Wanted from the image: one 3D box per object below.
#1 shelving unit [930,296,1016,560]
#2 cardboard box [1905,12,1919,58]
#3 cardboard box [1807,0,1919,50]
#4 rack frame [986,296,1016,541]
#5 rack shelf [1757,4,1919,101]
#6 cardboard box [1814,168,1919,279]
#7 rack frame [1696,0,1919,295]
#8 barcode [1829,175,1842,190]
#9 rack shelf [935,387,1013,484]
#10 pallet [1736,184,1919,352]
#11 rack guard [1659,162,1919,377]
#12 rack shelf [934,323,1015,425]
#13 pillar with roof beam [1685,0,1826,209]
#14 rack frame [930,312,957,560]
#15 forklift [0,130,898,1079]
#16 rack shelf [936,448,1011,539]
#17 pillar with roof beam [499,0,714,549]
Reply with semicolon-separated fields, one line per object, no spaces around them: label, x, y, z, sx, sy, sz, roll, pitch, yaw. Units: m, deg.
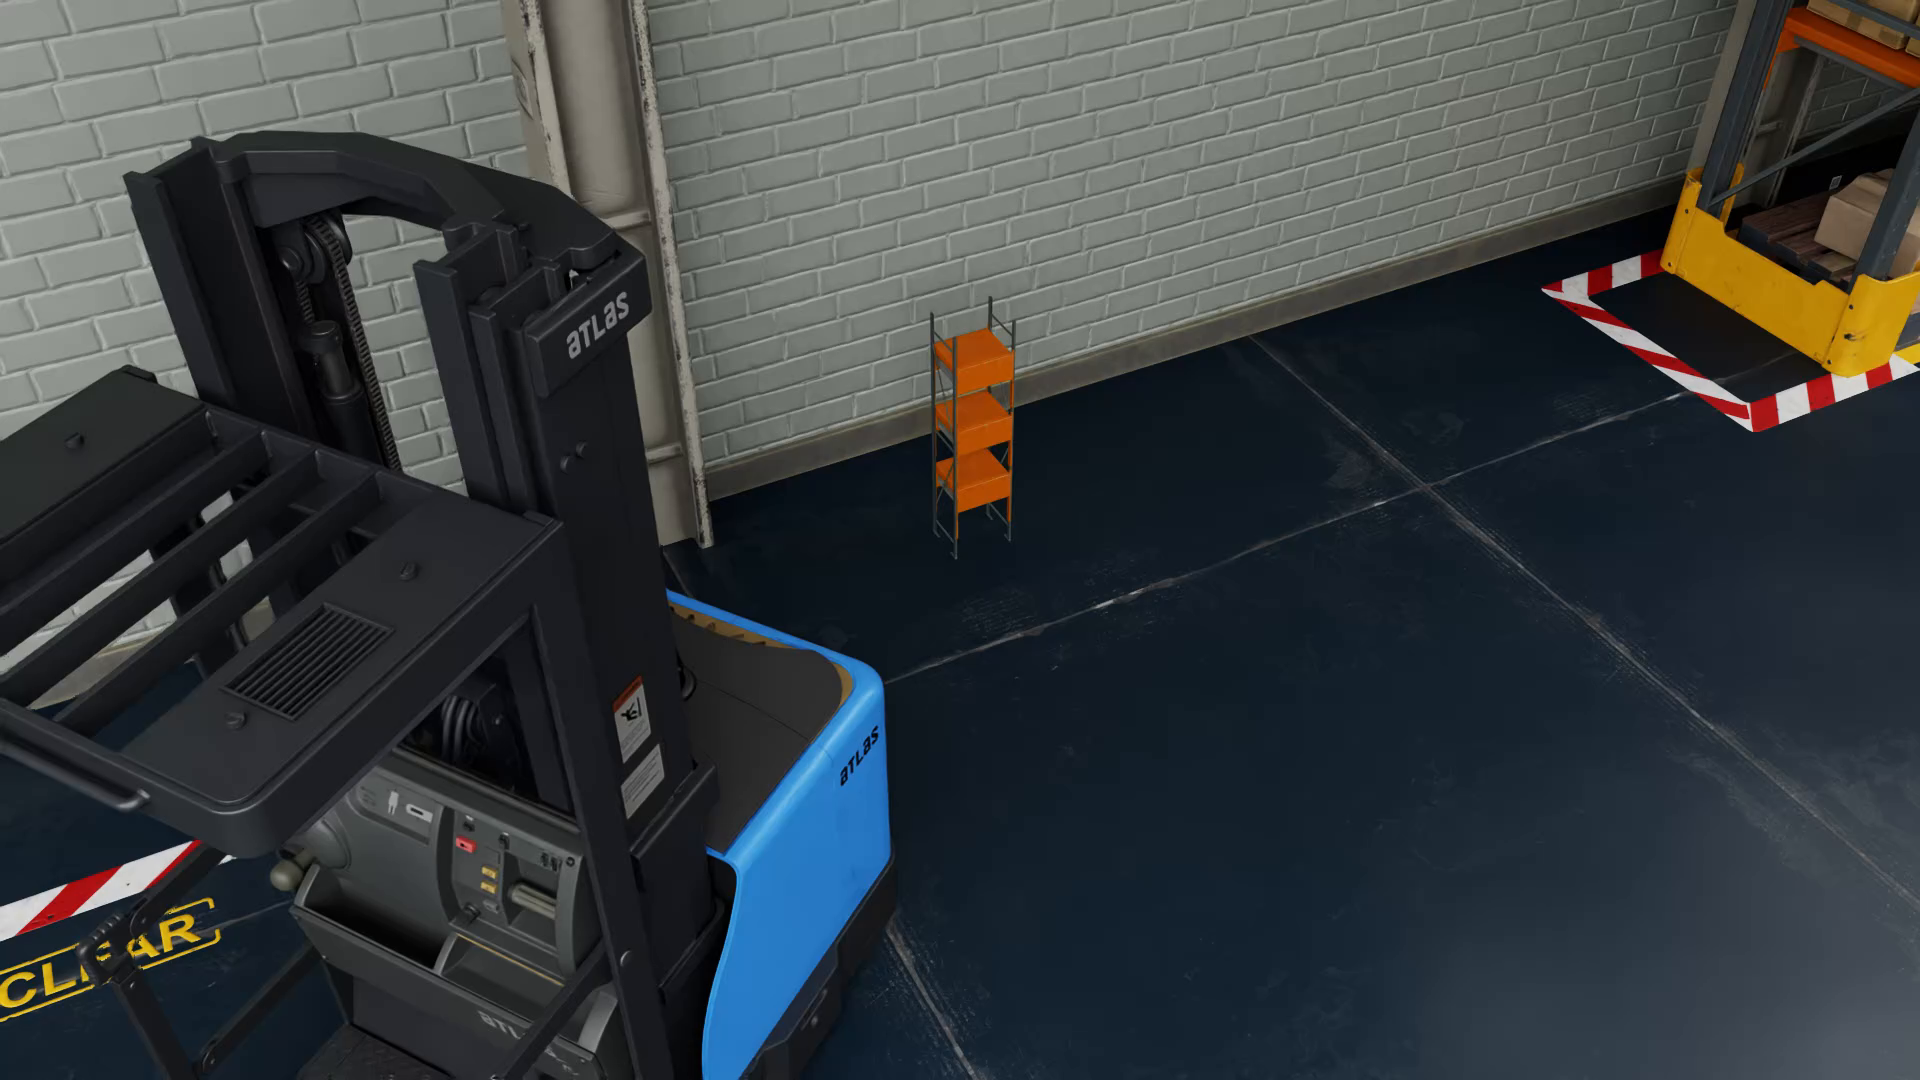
shelving unit;0.047;-0.417;6.430;0.252;1.050;0.215;-19;44;-21
cardboard box;4.441;-2.155;7.075;0.500;0.250;0.500;-20;44;-22
cardboard box;4.187;-2.442;7.414;0.500;0.250;0.500;-18;43;-20
rack frame;0.156;-0.453;6.473;0.008;1.050;0.200;-19;44;-21
rack shelf;5.636;-2.563;8.013;4.000;0.370;1.077;-19;44;-21
cardboard box;4.517;-1.537;7.985;0.500;0.311;0.500;-24;46;-25
rack frame;3.862;-2.241;7.076;0.127;3.000;1.000;-19;44;-21
barcode;4.348;-1.775;8.259;0.075;0.075;0.001;-19;44;-21
rack shelf;0.047;-0.409;6.437;0.240;0.259;0.215;-19;44;-21
pallet;4.666;-1.421;8.266;1.213;0.211;1.003;-19;44;-21
rack guard;3.929;-1.309;7.910;0.348;0.500;1.175;-19;44;-21
rack shelf;0.047;-0.625;6.253;0.240;0.259;0.215;-19;44;-21
pillar with roof beam;6.072;-2.768;3.055;0.400;9.000;9.100;-19;44;-21
rack frame;-0.061;-0.380;6.387;0.008;1.050;0.200;-19;44;-21
forklift;-1.321;0.767;3.575;1.130;2.935;3.031;18;44;20
rack shelf;0.047;-0.196;6.616;0.240;0.259;0.215;-19;44;-21
pillar with roof beam;0.750;-0.978;0.940;0.400;9.000;9.100;-19;44;-21
